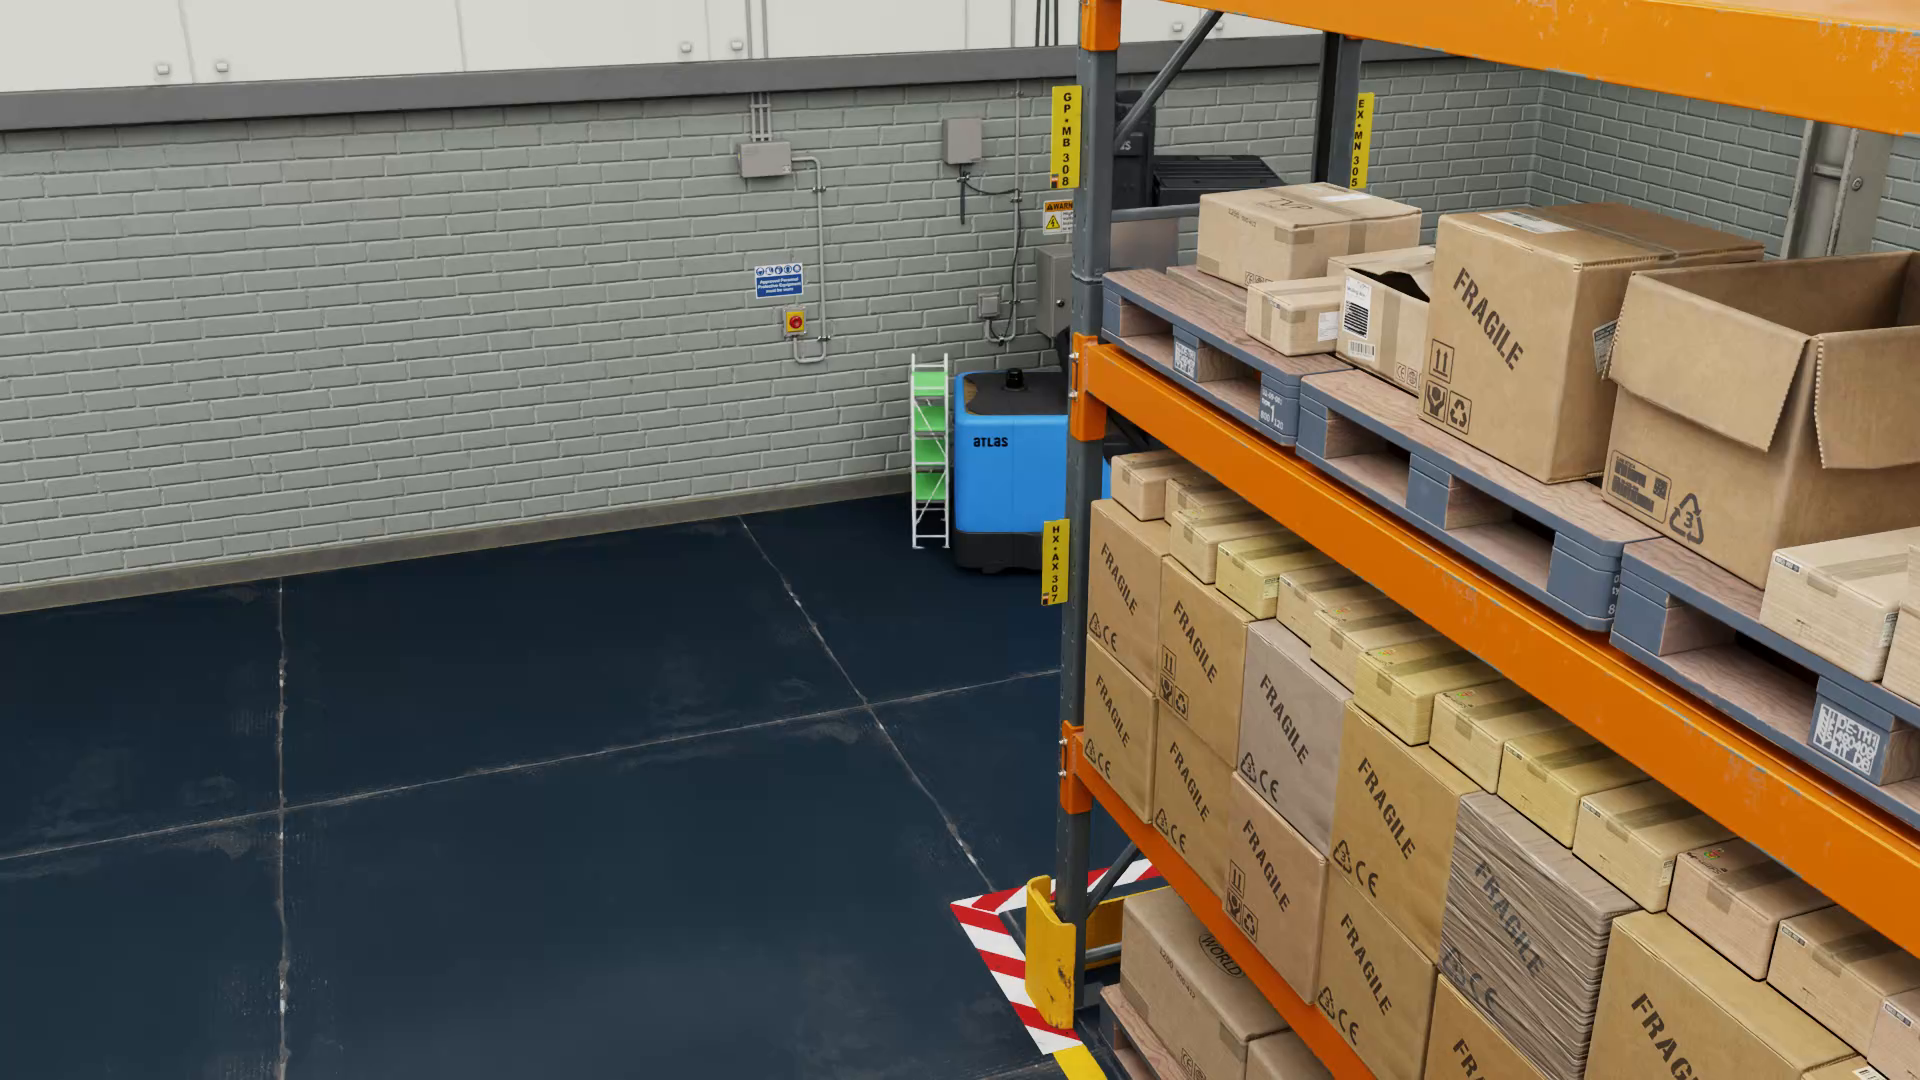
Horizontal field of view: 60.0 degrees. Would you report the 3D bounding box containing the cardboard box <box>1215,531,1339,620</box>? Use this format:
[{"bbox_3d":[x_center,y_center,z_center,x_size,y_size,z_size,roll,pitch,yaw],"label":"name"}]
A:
[{"bbox_3d":[0.985,0.092,4.918,0.380,0.149,0.250,-9,25,-21],"label":"cardboard box"}]

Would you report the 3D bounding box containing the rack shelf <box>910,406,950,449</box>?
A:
[{"bbox_3d":[-0.200,-0.758,11.051,0.258,0.148,0.480,0,23,-1],"label":"rack shelf"}]

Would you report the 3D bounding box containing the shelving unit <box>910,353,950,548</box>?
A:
[{"bbox_3d":[-0.200,-0.596,11.120,0.258,1.200,0.503,0,23,-1],"label":"shelving unit"}]

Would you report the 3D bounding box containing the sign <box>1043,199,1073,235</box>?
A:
[{"bbox_3d":[0.743,-2.287,11.750,0.339,0.242,0.001,-8,24,-19],"label":"sign"}]

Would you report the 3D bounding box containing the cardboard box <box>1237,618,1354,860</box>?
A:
[{"bbox_3d":[1.146,0.522,4.734,0.500,0.500,0.500,-9,24,-19],"label":"cardboard box"}]

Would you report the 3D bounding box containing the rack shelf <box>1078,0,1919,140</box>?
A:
[{"bbox_3d":[1.572,-1.080,3.667,1.077,0.370,4.000,-8,24,-19],"label":"rack shelf"}]

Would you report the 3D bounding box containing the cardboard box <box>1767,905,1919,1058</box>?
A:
[{"bbox_3d":[1.801,0.819,3.194,0.380,0.149,0.250,-8,24,-19],"label":"cardboard box"}]

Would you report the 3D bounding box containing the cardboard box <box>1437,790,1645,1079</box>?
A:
[{"bbox_3d":[1.493,0.886,3.870,0.500,0.500,0.500,-8,24,-18],"label":"cardboard box"}]

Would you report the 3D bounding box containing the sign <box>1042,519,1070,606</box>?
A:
[{"bbox_3d":[0.344,0.081,5.980,0.100,0.325,0.005,-8,24,-19],"label":"sign"}]

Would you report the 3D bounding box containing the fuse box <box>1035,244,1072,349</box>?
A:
[{"bbox_3d":[0.868,-1.245,12.001,0.539,1.711,0.414,-8,24,-19],"label":"fuse box"}]

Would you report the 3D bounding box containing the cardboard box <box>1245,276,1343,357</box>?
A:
[{"bbox_3d":[1.034,-0.637,4.691,0.380,0.149,0.250,-7,24,-17],"label":"cardboard box"}]

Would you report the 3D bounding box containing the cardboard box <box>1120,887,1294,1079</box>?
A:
[{"bbox_3d":[1.192,1.655,6.219,0.875,0.438,0.875,-9,25,-21],"label":"cardboard box"}]

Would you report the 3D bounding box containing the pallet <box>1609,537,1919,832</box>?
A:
[{"bbox_3d":[1.999,0.255,3.034,1.003,0.211,1.213,-8,24,-19],"label":"pallet"}]

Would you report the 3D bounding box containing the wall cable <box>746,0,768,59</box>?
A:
[{"bbox_3d":[-1.408,-4.351,9.986,0.463,3.000,0.029,-8,24,-19],"label":"wall cable"}]

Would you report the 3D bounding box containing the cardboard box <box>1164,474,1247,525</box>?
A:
[{"bbox_3d":[0.891,-0.111,5.400,0.380,0.149,0.250,-8,24,-18],"label":"cardboard box"}]

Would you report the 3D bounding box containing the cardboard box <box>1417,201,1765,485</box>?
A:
[{"bbox_3d":[1.437,-0.473,3.849,0.500,0.500,0.500,-8,24,-18],"label":"cardboard box"}]

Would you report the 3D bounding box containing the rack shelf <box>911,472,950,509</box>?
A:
[{"bbox_3d":[-0.200,-0.316,11.238,0.258,0.148,0.480,0,23,-1],"label":"rack shelf"}]

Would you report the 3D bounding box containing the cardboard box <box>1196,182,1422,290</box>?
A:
[{"bbox_3d":[1.108,-0.959,5.326,0.500,0.250,0.500,-11,25,-24],"label":"cardboard box"}]

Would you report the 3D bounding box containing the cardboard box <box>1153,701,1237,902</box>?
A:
[{"bbox_3d":[0.971,0.790,5.385,0.500,0.500,0.500,-9,24,-20],"label":"cardboard box"}]

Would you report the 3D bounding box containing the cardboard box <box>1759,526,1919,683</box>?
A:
[{"bbox_3d":[1.660,0.105,2.930,0.380,0.149,0.250,-8,24,-18],"label":"cardboard box"}]

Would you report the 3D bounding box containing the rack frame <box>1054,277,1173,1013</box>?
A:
[{"bbox_3d":[0.865,0.442,6.339,1.000,3.000,0.127,-8,24,-19],"label":"rack frame"}]

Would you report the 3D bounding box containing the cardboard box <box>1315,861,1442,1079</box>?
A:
[{"bbox_3d":[1.326,1.157,4.514,0.500,0.500,0.500,-8,24,-17],"label":"cardboard box"}]

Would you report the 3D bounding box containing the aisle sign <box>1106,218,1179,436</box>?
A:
[{"bbox_3d":[0.568,-0.742,5.802,0.394,0.787,0.004,-8,24,-19],"label":"aisle sign"}]

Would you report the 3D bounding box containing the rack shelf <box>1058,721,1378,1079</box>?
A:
[{"bbox_3d":[1.572,1.500,4.754,1.077,0.370,4.000,-8,24,-19],"label":"rack shelf"}]

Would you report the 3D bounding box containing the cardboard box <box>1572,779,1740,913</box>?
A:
[{"bbox_3d":[1.573,0.643,3.610,0.380,0.149,0.250,-9,24,-19],"label":"cardboard box"}]

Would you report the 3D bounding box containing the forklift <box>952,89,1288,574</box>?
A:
[{"bbox_3d":[1.467,-1.319,10.605,3.031,2.935,1.130,0,23,-1],"label":"forklift"}]

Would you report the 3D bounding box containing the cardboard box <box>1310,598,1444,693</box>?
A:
[{"bbox_3d":[1.176,0.277,4.480,0.380,0.149,0.250,-8,24,-19],"label":"cardboard box"}]

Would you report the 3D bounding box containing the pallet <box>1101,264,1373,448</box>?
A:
[{"bbox_3d":[1.137,-0.631,5.137,1.003,0.211,1.213,-8,24,-19],"label":"pallet"}]

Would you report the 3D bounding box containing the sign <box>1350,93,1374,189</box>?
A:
[{"bbox_3d":[1.378,-1.381,5.764,0.100,0.325,0.005,-8,24,-19],"label":"sign"}]

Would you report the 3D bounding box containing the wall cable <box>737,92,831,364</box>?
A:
[{"bbox_3d":[-1.149,-2.086,10.989,0.585,1.953,0.123,-8,24,-19],"label":"wall cable"}]

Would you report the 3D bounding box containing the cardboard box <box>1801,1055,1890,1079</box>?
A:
[{"bbox_3d":[1.853,1.255,2.994,0.500,0.500,0.500,-9,24,-19],"label":"cardboard box"}]

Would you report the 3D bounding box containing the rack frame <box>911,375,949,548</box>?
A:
[{"bbox_3d":[-0.196,-0.501,10.895,0.240,1.200,0.015,0,23,-1],"label":"rack frame"}]

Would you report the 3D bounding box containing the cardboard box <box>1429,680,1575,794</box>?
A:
[{"bbox_3d":[1.378,0.461,4.043,0.380,0.149,0.250,-8,24,-19],"label":"cardboard box"}]

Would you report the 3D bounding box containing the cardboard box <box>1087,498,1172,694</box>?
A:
[{"bbox_3d":[0.768,0.149,5.619,0.500,0.500,0.500,-9,24,-20],"label":"cardboard box"}]
